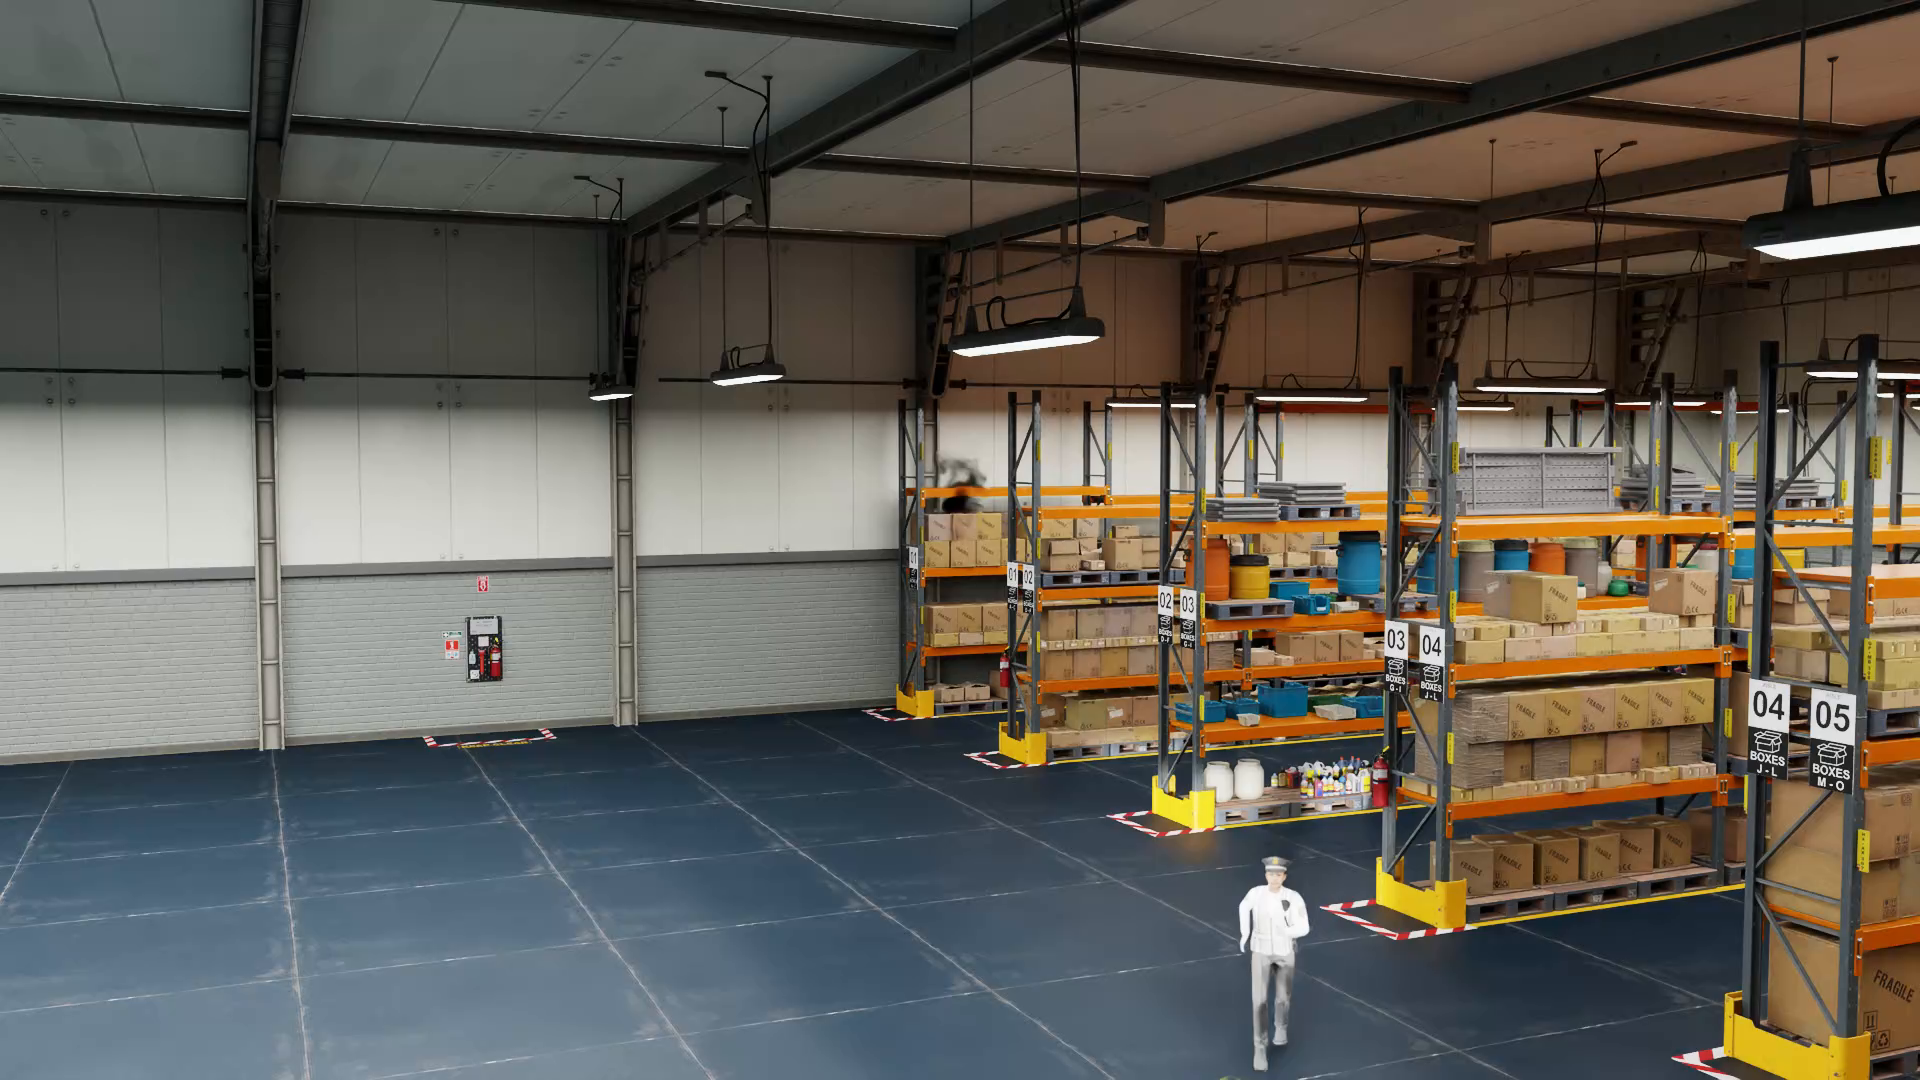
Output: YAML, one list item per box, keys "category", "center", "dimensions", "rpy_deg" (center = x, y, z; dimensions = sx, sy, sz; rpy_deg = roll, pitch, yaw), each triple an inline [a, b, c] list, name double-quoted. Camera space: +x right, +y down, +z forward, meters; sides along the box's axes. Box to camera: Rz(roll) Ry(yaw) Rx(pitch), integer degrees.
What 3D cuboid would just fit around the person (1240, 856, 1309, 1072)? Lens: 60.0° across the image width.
- category: "person"
  center: [2.624, 3.502, 13.926]
  dimensions: [0.583, 1.745, 0.746]
  rpy_deg: [1, 3, 12]
